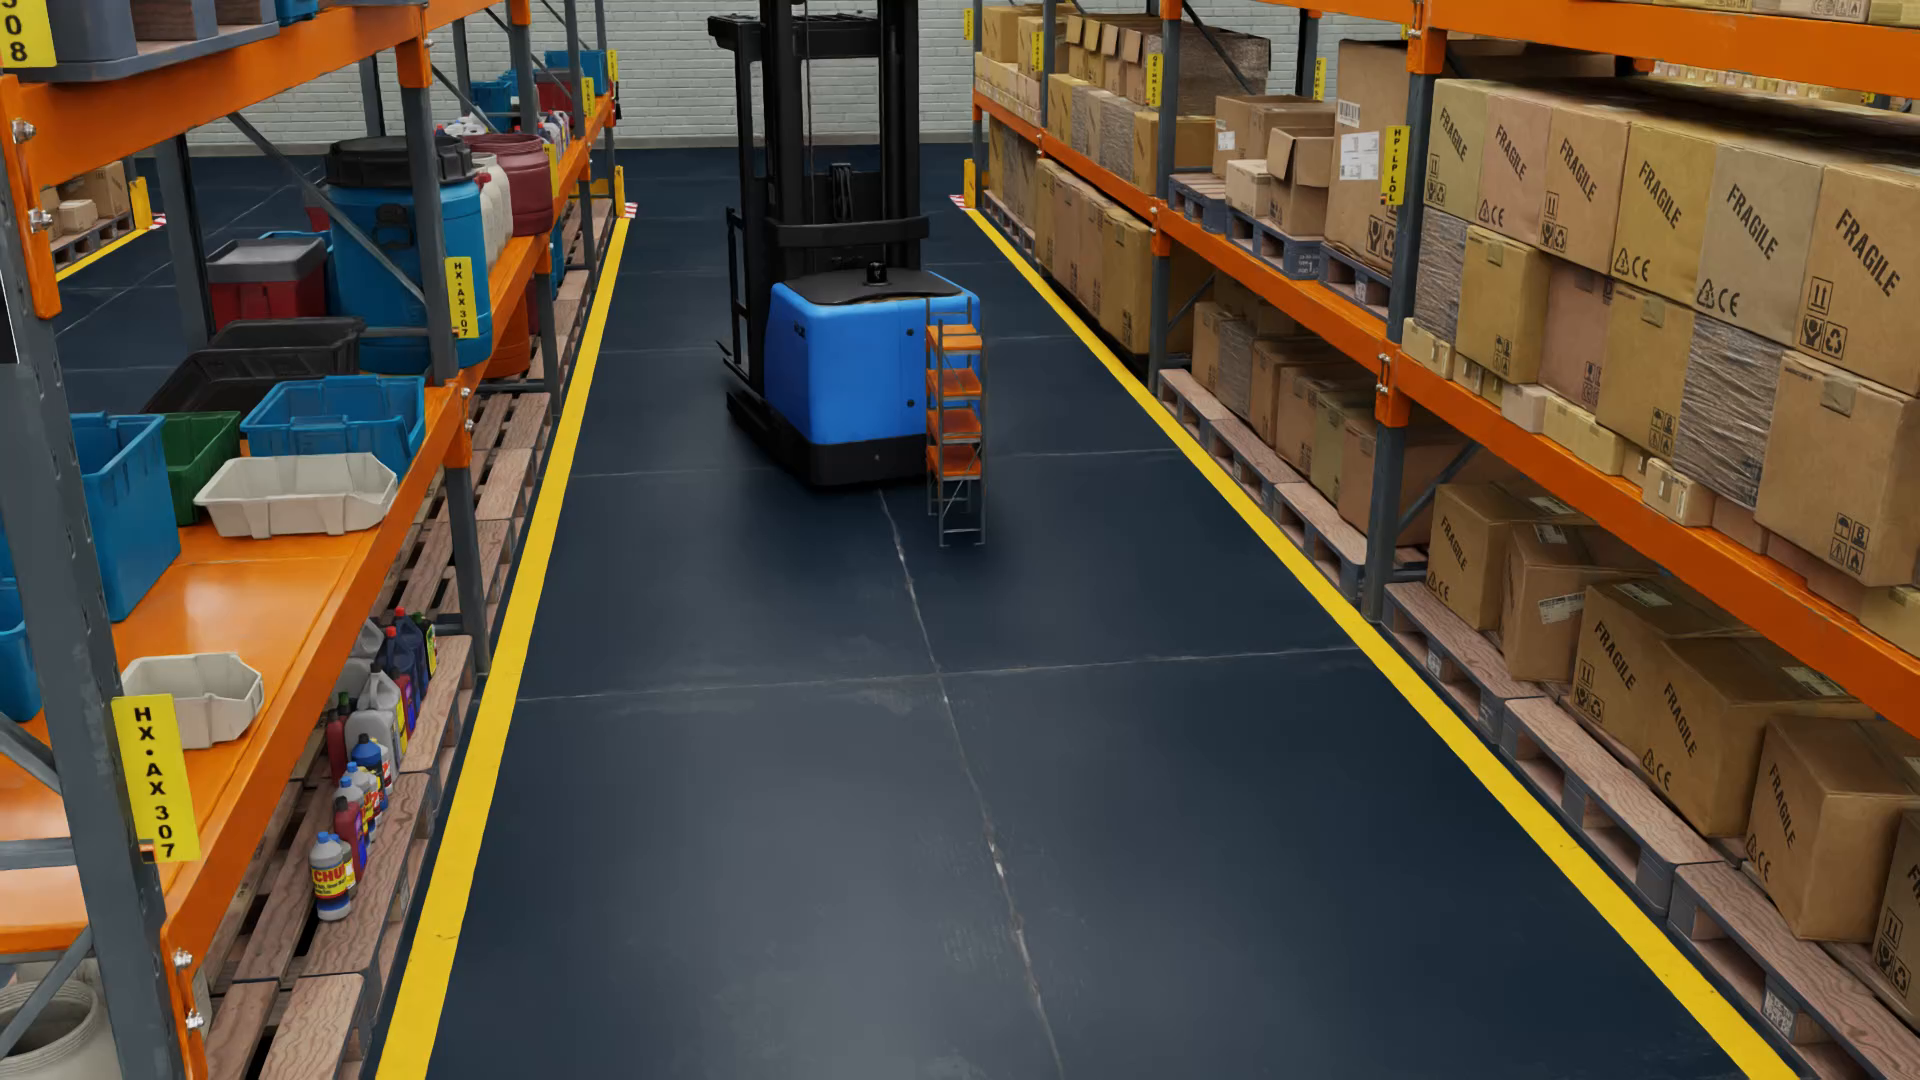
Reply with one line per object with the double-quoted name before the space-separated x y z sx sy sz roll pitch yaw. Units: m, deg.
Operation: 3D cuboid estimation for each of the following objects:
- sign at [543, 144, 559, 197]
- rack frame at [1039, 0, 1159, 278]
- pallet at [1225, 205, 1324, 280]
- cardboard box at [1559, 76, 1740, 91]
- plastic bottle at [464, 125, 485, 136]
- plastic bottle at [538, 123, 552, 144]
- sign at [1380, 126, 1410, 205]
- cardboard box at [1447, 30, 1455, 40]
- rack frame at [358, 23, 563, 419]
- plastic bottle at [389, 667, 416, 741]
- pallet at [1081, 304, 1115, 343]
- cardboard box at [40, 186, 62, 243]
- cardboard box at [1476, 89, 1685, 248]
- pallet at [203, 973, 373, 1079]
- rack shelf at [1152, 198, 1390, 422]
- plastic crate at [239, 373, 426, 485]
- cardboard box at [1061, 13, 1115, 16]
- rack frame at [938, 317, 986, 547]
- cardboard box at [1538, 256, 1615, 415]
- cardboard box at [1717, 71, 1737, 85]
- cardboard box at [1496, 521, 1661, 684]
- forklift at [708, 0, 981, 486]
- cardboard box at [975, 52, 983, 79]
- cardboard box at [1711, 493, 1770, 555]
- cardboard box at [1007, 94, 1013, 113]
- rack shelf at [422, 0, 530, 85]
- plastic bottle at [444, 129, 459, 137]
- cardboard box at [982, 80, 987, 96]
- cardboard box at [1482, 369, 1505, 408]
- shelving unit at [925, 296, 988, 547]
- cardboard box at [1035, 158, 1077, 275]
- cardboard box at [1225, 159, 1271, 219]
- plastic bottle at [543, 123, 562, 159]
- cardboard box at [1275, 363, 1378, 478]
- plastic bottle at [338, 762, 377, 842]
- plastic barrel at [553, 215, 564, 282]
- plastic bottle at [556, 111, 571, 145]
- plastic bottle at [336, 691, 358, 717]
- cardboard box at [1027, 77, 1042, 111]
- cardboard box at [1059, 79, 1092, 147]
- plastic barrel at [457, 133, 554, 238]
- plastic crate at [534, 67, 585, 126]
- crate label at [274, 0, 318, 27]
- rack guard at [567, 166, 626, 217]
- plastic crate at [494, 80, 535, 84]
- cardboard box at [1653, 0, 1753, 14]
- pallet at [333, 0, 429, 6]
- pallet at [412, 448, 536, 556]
"sign" -2.559 -2.301 10.356 0.100 0.325 0.005 -3 21 -8
"rack frame" 1.222 -3.829 14.680 1.000 3.000 0.127 -3 21 -8
"pallet" 2.124 -1.671 9.176 1.003 0.211 1.213 -3 21 -8
"cardboard box" 2.712 -1.572 6.640 0.500 0.500 0.500 -3 21 -8
"plastic bottle" -3.706 -3.029 12.715 0.152 0.276 0.135 -3 21 -8
"plastic bottle" -3.064 -2.873 12.191 0.144 0.351 0.185 -3 21 -8
"sign" 1.826 -1.572 6.984 0.100 0.325 0.005 -3 21 -8
"cardboard box" 5.462 -5.262 17.949 0.500 0.500 0.500 -3 21 -8
"rack frame" -3.103 -2.194 10.304 1.000 3.000 0.127 -3 21 -8
"plastic bottle" -2.056 0.586 6.112 0.061 0.283 0.133 -2 21 -4
"pallet" 1.587 -1.836 13.330 1.003 0.211 1.213 -3 21 -8
"cardboard box" -8.857 -3.017 15.447 0.797 0.503 0.637 -3 21 -8
"cardboard box" 2.262 -1.372 6.105 0.500 0.500 0.500 -3 21 -8
"pallet" -2.119 1.577 4.193 1.003 0.211 1.213 -3 21 -8
"rack shelf" 2.087 -1.414 9.244 1.077 0.370 4.000 -3 21 -8
"plastic crate" -2.098 -0.370 5.632 0.499 0.251 0.616 -3 21 -8
"cardboard box" 1.263 -4.779 15.941 0.500 0.500 0.500 -4 21 -9
"rack frame" 0.011 -0.535 8.433 0.240 1.200 0.015 -3 21 -8
"cardboard box" 2.588 -0.743 5.851 0.875 0.500 0.500 -3 21 -8
"cardboard box" 6.054 -3.517 12.755 0.380 0.149 0.250 -3 21 -8
"cardboard box" 2.483 0.254 6.722 0.500 0.500 0.500 4 21 9
"forklift" -0.880 -2.158 10.304 1.130 2.935 3.031 -8 22 -20
"cardboard box" 0.447 -5.103 17.881 0.500 0.250 0.500 -3 21 -9
"cardboard box" 2.510 -0.077 4.993 0.380 0.149 0.250 -3 21 -8
"cardboard box" 0.668 -4.245 16.154 0.380 0.149 0.250 -3 21 -9
"rack shelf" -2.815 -2.570 8.051 1.077 0.370 4.000 -3 21 -8
"plastic bottle" -3.823 -2.941 12.479 0.152 0.276 0.135 -3 21 -8
"cardboard box" 0.446 -4.779 17.584 0.380 0.149 0.250 -3 21 -9
"cardboard box" 2.240 -0.593 6.376 0.380 0.149 0.250 -3 21 -8
"shelving unit" -0.024 -0.619 8.660 0.258 1.200 0.503 -3 21 -8
"cardboard box" 1.334 -2.810 14.388 1.225 0.875 0.875 -3 21 -8
"cardboard box" 1.812 -1.979 9.340 0.500 0.250 0.500 -4 21 -9
"plastic bottle" -3.177 -3.100 12.905 0.152 0.276 0.135 -3 21 -8
"cardboard box" 2.177 -0.668 9.160 0.700 0.500 0.500 -5 21 -12
"plastic bottle" -1.966 0.851 5.421 0.097 0.271 0.097 0 20 0
"plastic barrel" -3.618 -2.604 13.799 0.600 0.901 0.708 -3 21 -8
"plastic bottle" -3.303 -3.401 13.712 0.152 0.276 0.135 -3 21 -8
"plastic bottle" -2.172 0.658 5.921 0.061 0.283 0.133 -3 21 -8
"cardboard box" 0.898 -4.038 15.029 0.500 0.250 0.500 -3 21 -9
"cardboard box" 1.114 -3.530 13.737 0.500 0.500 0.500 -3 21 -8
"plastic barrel" -2.736 -2.112 9.891 0.600 0.536 0.708 -3 21 -8
"plastic crate" -3.560 -3.959 14.851 0.402 0.464 0.583 -3 21 -8
"crate label" -1.892 -1.425 4.168 0.502 0.251 0.408 -3 21 -8
"rack guard" -4.272 -3.801 18.178 1.175 0.500 0.348 -3 21 -8
"plastic crate" -4.356 -4.356 16.245 0.416 0.233 0.300 -3 21 -8
"cardboard box" 2.413 -1.688 4.875 0.500 0.250 0.500 -3 21 -9
"pallet" -2.326 -1.881 5.448 1.213 0.211 1.003 -3 21 -8
"pallet" -2.857 -0.196 8.940 1.003 0.211 1.213 -3 21 -8
